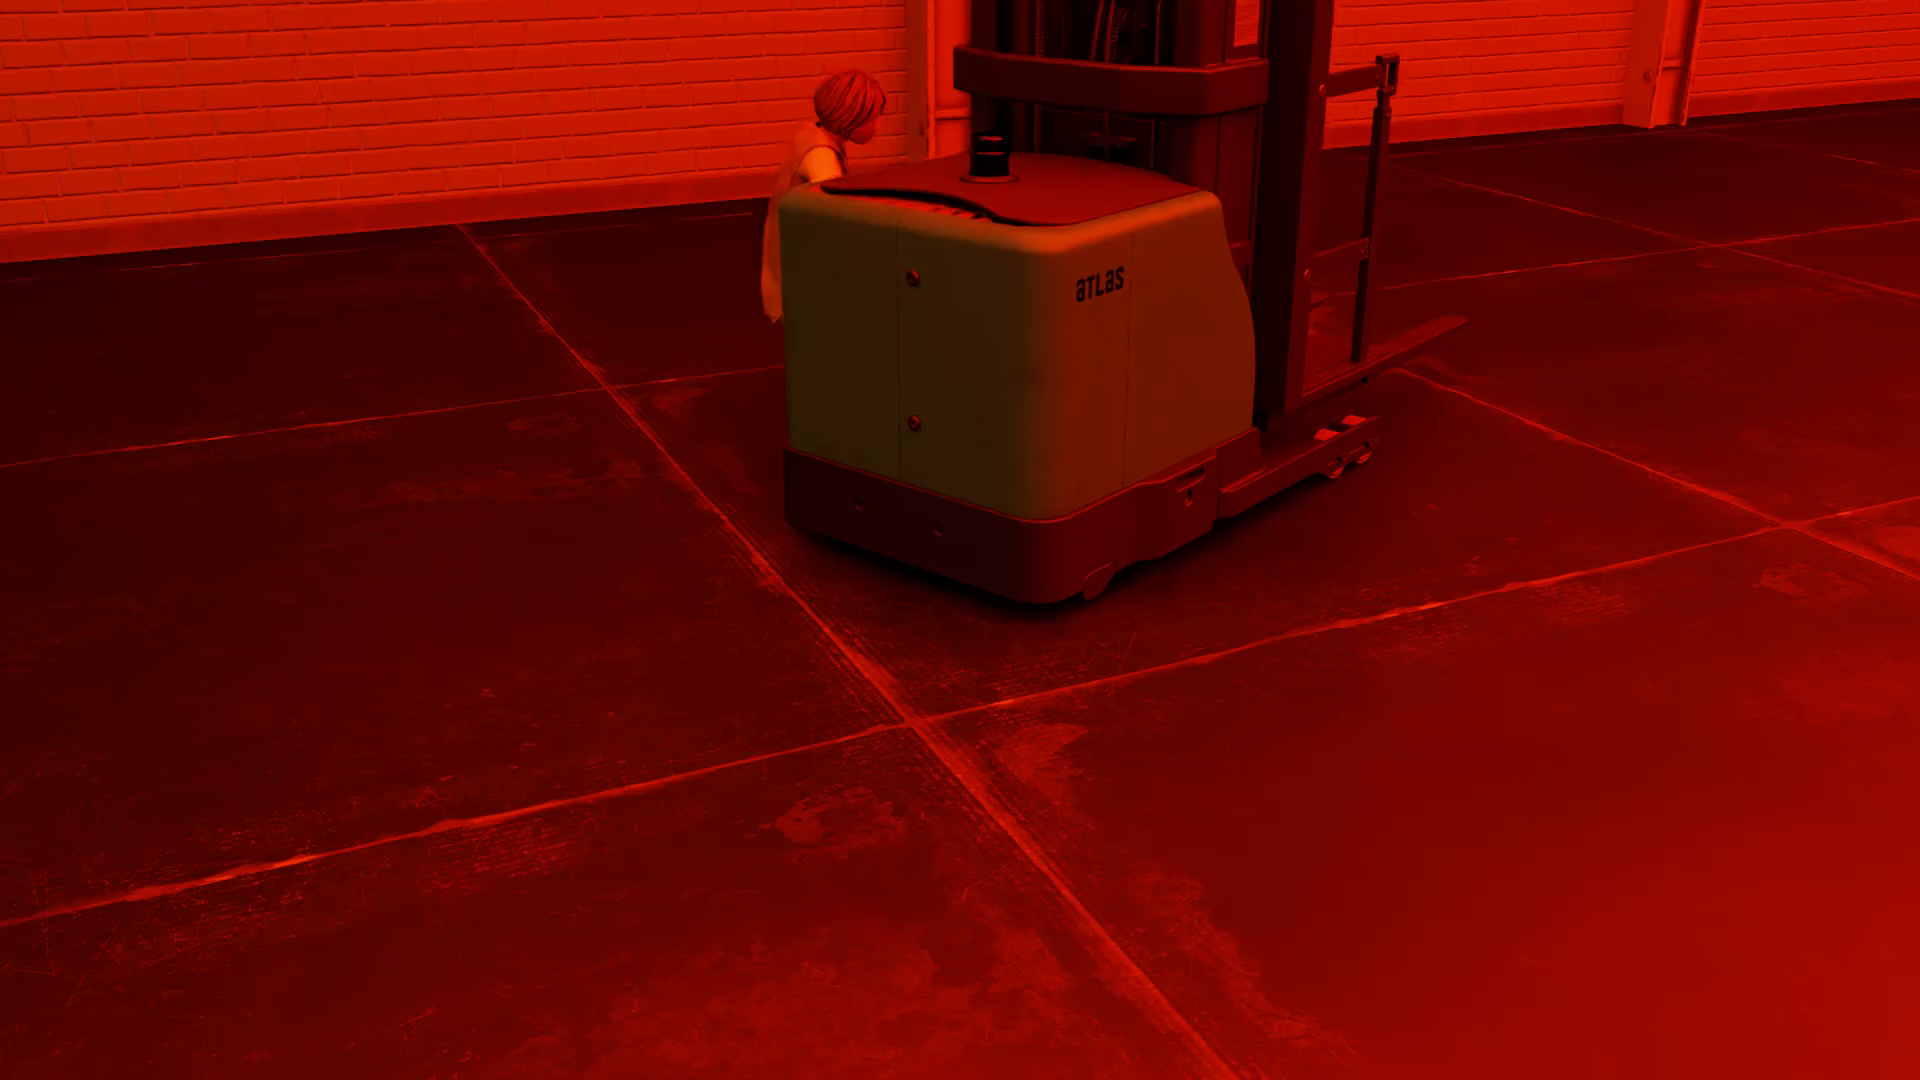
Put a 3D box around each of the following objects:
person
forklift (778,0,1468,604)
[{"bbox_3d":[-0.249,-0.828,5.445,0.805,1.377,0.667,-1,23,-3],"label":"person"},{"bbox_3d":[0.801,-1.670,5.307,1.130,2.935,3.031,18,29,37],"label":"forklift"}]
